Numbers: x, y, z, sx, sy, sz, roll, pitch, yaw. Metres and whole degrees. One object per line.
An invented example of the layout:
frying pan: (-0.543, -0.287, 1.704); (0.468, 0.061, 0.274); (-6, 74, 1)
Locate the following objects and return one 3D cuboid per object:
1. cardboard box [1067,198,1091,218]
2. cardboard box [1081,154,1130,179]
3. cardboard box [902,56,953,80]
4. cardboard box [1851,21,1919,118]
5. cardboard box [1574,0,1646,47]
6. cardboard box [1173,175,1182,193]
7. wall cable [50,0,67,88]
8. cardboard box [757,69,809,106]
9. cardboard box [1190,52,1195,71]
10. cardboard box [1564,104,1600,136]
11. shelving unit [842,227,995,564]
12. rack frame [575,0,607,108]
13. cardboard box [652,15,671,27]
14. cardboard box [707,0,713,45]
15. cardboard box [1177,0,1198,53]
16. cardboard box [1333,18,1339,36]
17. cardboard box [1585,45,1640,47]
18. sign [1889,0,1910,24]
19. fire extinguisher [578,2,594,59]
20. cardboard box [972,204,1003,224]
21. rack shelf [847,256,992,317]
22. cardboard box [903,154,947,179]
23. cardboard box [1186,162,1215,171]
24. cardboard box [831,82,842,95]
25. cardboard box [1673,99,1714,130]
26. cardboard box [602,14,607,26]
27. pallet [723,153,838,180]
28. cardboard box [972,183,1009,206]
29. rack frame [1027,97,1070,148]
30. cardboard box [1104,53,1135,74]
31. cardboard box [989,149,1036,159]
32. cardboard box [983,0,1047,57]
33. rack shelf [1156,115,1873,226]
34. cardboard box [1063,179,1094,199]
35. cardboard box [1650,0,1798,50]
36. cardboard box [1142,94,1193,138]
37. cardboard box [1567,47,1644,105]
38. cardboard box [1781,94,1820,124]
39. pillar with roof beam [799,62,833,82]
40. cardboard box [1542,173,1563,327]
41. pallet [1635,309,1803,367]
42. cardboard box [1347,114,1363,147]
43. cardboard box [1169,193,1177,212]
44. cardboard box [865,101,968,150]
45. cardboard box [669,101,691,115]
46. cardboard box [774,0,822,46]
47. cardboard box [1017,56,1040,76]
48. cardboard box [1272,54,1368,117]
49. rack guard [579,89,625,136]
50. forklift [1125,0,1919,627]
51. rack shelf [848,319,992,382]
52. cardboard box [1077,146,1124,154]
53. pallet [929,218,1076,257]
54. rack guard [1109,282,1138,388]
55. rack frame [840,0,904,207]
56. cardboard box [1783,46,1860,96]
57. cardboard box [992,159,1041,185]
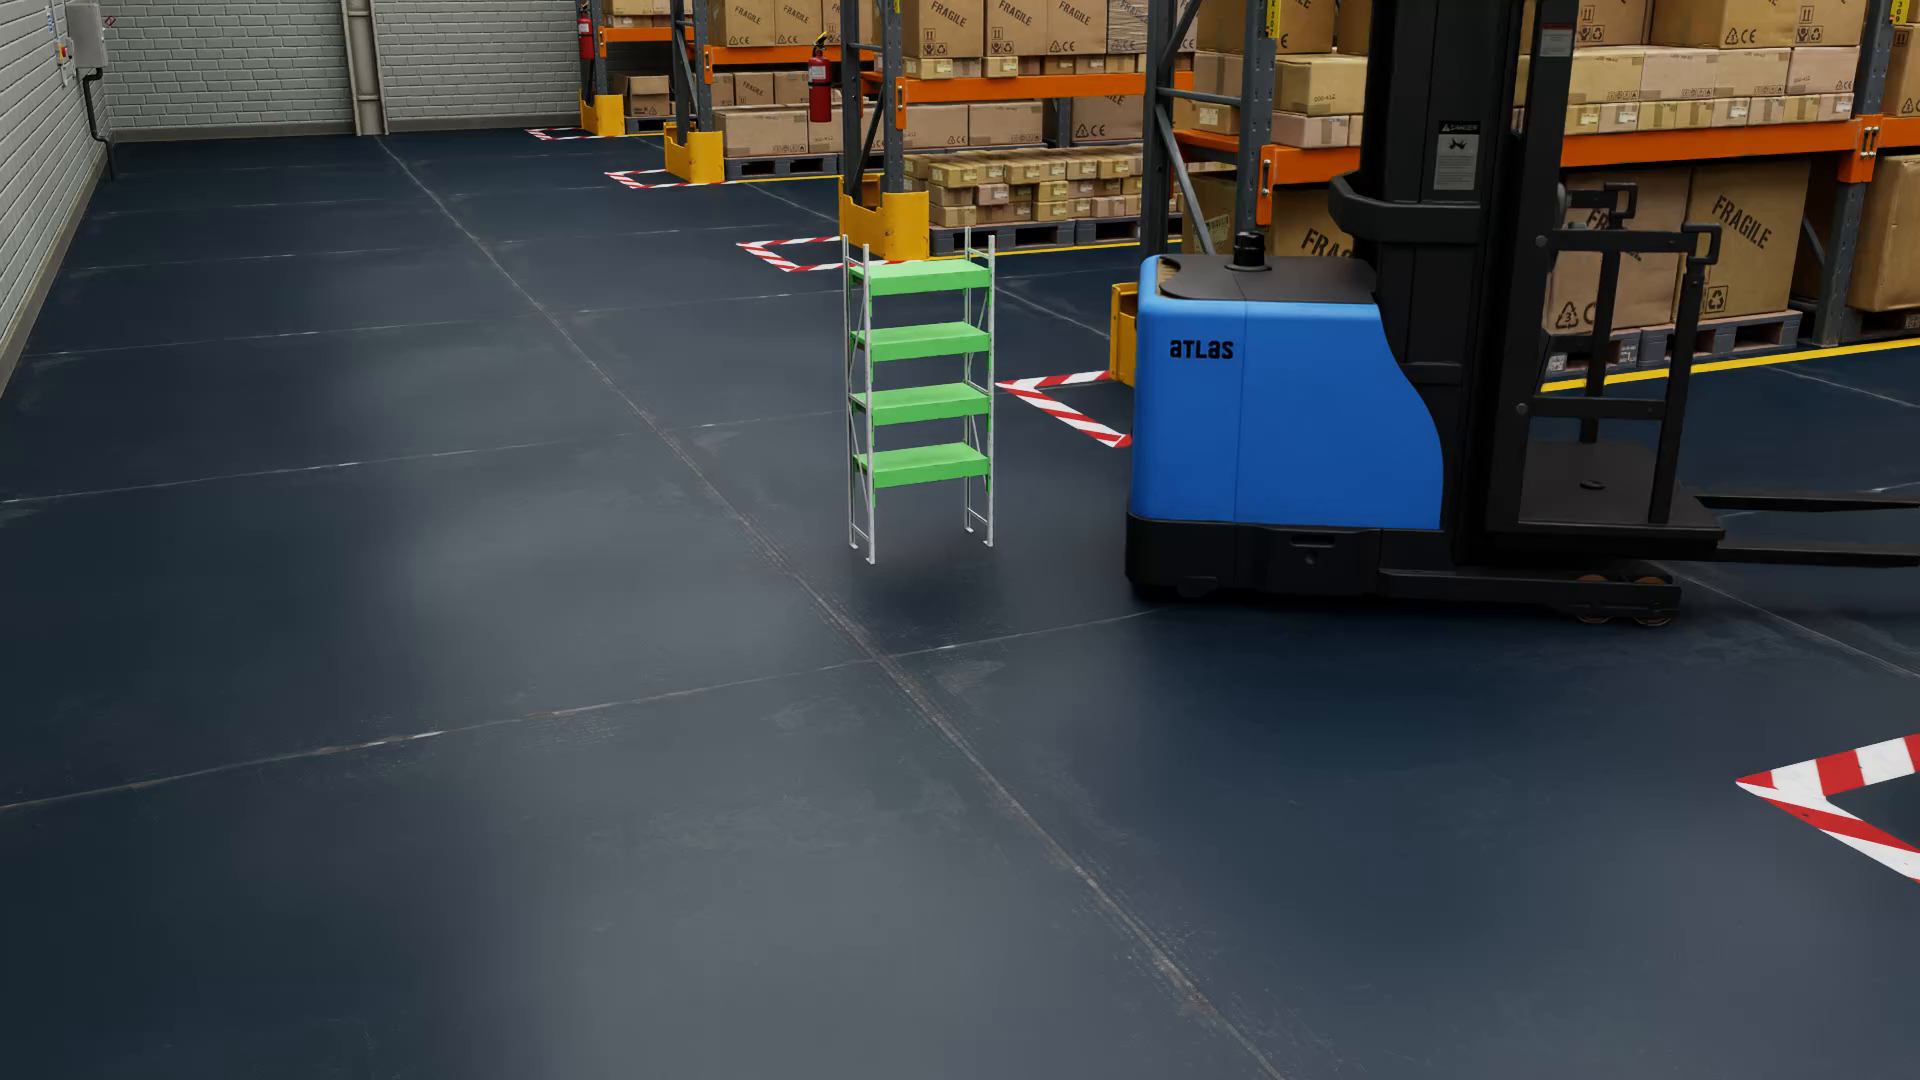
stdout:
cardboard box: (0.845, -2.664, 13.232); (0.250, 0.149, 0.380); (-8, 21, -22)
cardboard box: (1.146, -2.961, 13.179); (0.250, 0.149, 0.380); (-8, 21, -21)
cardboard box: (-0.243, -3.507, 12.343); (0.250, 0.149, 0.380); (-8, 21, -22)
cardboard box: (5.396, -2.714, 9.564); (0.500, 0.500, 0.500); (-8, 21, -22)
cardboard box: (3.402, -2.989, 9.143); (0.500, 0.500, 0.500); (-9, 21, -24)
cardboard box: (1.607, -2.912, 13.489); (0.250, 0.149, 0.380); (-9, 21, -24)
wall cable: (-7.892, -4.924, 14.413); (0.123, 1.953, 0.585); (-8, 21, -22)
cardboard box: (-2.341, -6.000, 22.177); (0.500, 0.500, 0.700); (-9, 21, -24)
cardboard box: (1.886, -3.826, 13.250); (0.250, 0.149, 0.380); (-9, 21, -24)
cardboard box: (3.070, -2.187, 8.595); (0.250, 0.149, 0.380); (-9, 21, -23)
shelving unit: (-0.152, -0.544, 6.261); (0.503, 1.200, 0.258); (-8, 21, -22)
rack frame: (-4.694, -6.692, 21.011); (0.127, 3.000, 1.000); (-8, 21, -22)
cardboard box: (-3.840, -6.626, 21.201); (0.250, 0.149, 0.380); (-8, 21, -23)
cardboard box: (-2.386, -5.370, 17.106); (0.500, 0.500, 0.500); (-8, 21, -22)
cardboard box: (1.736, -4.113, 13.090); (0.500, 0.500, 0.500); (-8, 21, -22)
cardboard box: (3.288, -4.401, 14.250); (0.250, 0.149, 0.380); (-9, 21, -23)
cardboard box: (3.407, -2.637, 9.272); (0.500, 0.250, 0.500); (-8, 21, -21)
sign: (5.095, -2.960, 8.988); (0.005, 0.325, 0.100); (-8, 21, -22)
fire extinguisher: (-4.646, -6.319, 20.631); (0.183, 0.674, 0.296); (-8, 21, -22)
cardboard box: (0.145, -2.567, 12.955); (0.250, 0.149, 0.380); (-8, 21, -22)
rack shelf: (-0.152, -0.937, 6.123); (0.480, 0.148, 0.258); (-8, 21, -22)
cardboard box: (-0.285, -2.963, 13.186); (0.250, 0.149, 0.380); (-8, 21, -21)
cardboard box: (1.853, -3.062, 13.466); (0.250, 0.149, 0.380); (-9, 21, -25)
cardboard box: (-1.721, -6.133, 22.840); (0.500, 0.311, 0.500); (-7, 21, -20)
cardboard box: (3.779, -2.289, 8.884); (0.250, 0.149, 0.380); (-8, 21, -21)
cardboard box: (-4.496, -6.699, 21.409); (0.250, 0.149, 0.380); (-8, 21, -23)
pallet: (-2.021, -3.992, 17.543); (1.213, 0.211, 1.003); (-8, 21, -22)
cardboard box: (0.186, -2.686, 12.845); (0.250, 0.149, 0.380); (-8, 21, -22)
rack frame: (0.949, -5.705, 18.208); (0.127, 3.000, 1.000); (-8, 21, -22)
cardboard box: (1.169, -3.727, 12.970); (0.250, 0.149, 0.380); (-7, 21, -20)
cardboard box: (0.419, -3.066, 13.479); (0.250, 0.149, 0.380); (-9, 21, -24)
cardboard box: (0.332, -3.923, 12.549); (0.500, 0.500, 0.500); (-8, 21, -22)
rack shelf: (3.038, -2.080, 8.997); (4.000, 0.370, 1.077); (-8, 21, -22)
cardboard box: (0.860, -2.809, 13.197); (0.250, 0.149, 0.380); (-9, 21, -25)
cardboard box: (4.096, -2.899, 8.889); (0.500, 0.500, 0.500); (-8, 21, -21)
cardboard box: (2.313, -5.128, 19.136); (0.875, 0.875, 0.875); (-8, 21, -20)
cardboard box: (3.163, -2.413, 8.636); (0.500, 0.250, 0.500); (-9, 21, -23)
cardboard box: (4.487, -2.390, 9.173); (0.250, 0.149, 0.380); (-8, 21, -21)
pillar with roof beam: (-0.312, -8.918, 18.301); (0.400, 9.000, 9.100); (-8, 21, -22)
cardboard box: (2.593, -1.581, 9.062); (0.875, 0.875, 0.875); (-8, 21, -22)
pallet: (4.145, -1.291, 9.872); (1.213, 0.211, 1.003); (-8, 21, -22)
cardboard box: (1.893, -2.018, 8.116); (0.250, 0.149, 0.380); (-8, 21, -23)
cardboard box: (1.561, -2.757, 13.495); (0.250, 0.149, 0.380); (-8, 21, -21)
cardboard box: (-0.492, -4.527, 18.087); (0.875, 0.438, 0.875); (-9, 21, -24)
cardboard box: (-3.689, -5.641, 21.686); (0.250, 0.149, 0.380); (-9, 21, -24)
cardboard box: (-1.716, -5.277, 16.841); (0.500, 0.500, 0.500); (-8, 21, -23)
cardboard box: (0.426, -3.648, 12.744); (0.250, 0.149, 0.380); (-7, 21, -19)
cardboard box: (1.749, -2.207, 8.052); (0.500, 0.250, 0.500); (-9, 21, -23)
rack guard: (-4.624, -5.523, 21.455); (0.348, 0.500, 1.175); (-8, 21, -22)
forklift: (2.144, -1.274, 5.727); (3.031, 2.935, 1.130); (2, 20, 6)
rack shelf: (-0.152, -0.710, 6.202); (0.480, 0.148, 0.258); (-8, 21, -22)
cardboard box: (1.159, -3.163, 13.753); (0.250, 0.149, 0.380); (-8, 21, -22)
pallet: (0.159, -2.473, 13.229); (1.213, 0.211, 1.003); (-8, 21, -22)
rack guard: (1.179, -0.974, 8.537); (0.348, 0.500, 1.175); (-8, 21, -22)
rack frame: (-0.671, -3.682, 12.464); (0.127, 3.000, 1.000); (-8, 21, -22)
cardboard box: (4.573, -2.614, 9.208); (0.500, 0.250, 0.500); (-9, 21, -23)
cardboard box: (0.433, -2.849, 12.861); (0.250, 0.149, 0.380); (-8, 21, -22)
